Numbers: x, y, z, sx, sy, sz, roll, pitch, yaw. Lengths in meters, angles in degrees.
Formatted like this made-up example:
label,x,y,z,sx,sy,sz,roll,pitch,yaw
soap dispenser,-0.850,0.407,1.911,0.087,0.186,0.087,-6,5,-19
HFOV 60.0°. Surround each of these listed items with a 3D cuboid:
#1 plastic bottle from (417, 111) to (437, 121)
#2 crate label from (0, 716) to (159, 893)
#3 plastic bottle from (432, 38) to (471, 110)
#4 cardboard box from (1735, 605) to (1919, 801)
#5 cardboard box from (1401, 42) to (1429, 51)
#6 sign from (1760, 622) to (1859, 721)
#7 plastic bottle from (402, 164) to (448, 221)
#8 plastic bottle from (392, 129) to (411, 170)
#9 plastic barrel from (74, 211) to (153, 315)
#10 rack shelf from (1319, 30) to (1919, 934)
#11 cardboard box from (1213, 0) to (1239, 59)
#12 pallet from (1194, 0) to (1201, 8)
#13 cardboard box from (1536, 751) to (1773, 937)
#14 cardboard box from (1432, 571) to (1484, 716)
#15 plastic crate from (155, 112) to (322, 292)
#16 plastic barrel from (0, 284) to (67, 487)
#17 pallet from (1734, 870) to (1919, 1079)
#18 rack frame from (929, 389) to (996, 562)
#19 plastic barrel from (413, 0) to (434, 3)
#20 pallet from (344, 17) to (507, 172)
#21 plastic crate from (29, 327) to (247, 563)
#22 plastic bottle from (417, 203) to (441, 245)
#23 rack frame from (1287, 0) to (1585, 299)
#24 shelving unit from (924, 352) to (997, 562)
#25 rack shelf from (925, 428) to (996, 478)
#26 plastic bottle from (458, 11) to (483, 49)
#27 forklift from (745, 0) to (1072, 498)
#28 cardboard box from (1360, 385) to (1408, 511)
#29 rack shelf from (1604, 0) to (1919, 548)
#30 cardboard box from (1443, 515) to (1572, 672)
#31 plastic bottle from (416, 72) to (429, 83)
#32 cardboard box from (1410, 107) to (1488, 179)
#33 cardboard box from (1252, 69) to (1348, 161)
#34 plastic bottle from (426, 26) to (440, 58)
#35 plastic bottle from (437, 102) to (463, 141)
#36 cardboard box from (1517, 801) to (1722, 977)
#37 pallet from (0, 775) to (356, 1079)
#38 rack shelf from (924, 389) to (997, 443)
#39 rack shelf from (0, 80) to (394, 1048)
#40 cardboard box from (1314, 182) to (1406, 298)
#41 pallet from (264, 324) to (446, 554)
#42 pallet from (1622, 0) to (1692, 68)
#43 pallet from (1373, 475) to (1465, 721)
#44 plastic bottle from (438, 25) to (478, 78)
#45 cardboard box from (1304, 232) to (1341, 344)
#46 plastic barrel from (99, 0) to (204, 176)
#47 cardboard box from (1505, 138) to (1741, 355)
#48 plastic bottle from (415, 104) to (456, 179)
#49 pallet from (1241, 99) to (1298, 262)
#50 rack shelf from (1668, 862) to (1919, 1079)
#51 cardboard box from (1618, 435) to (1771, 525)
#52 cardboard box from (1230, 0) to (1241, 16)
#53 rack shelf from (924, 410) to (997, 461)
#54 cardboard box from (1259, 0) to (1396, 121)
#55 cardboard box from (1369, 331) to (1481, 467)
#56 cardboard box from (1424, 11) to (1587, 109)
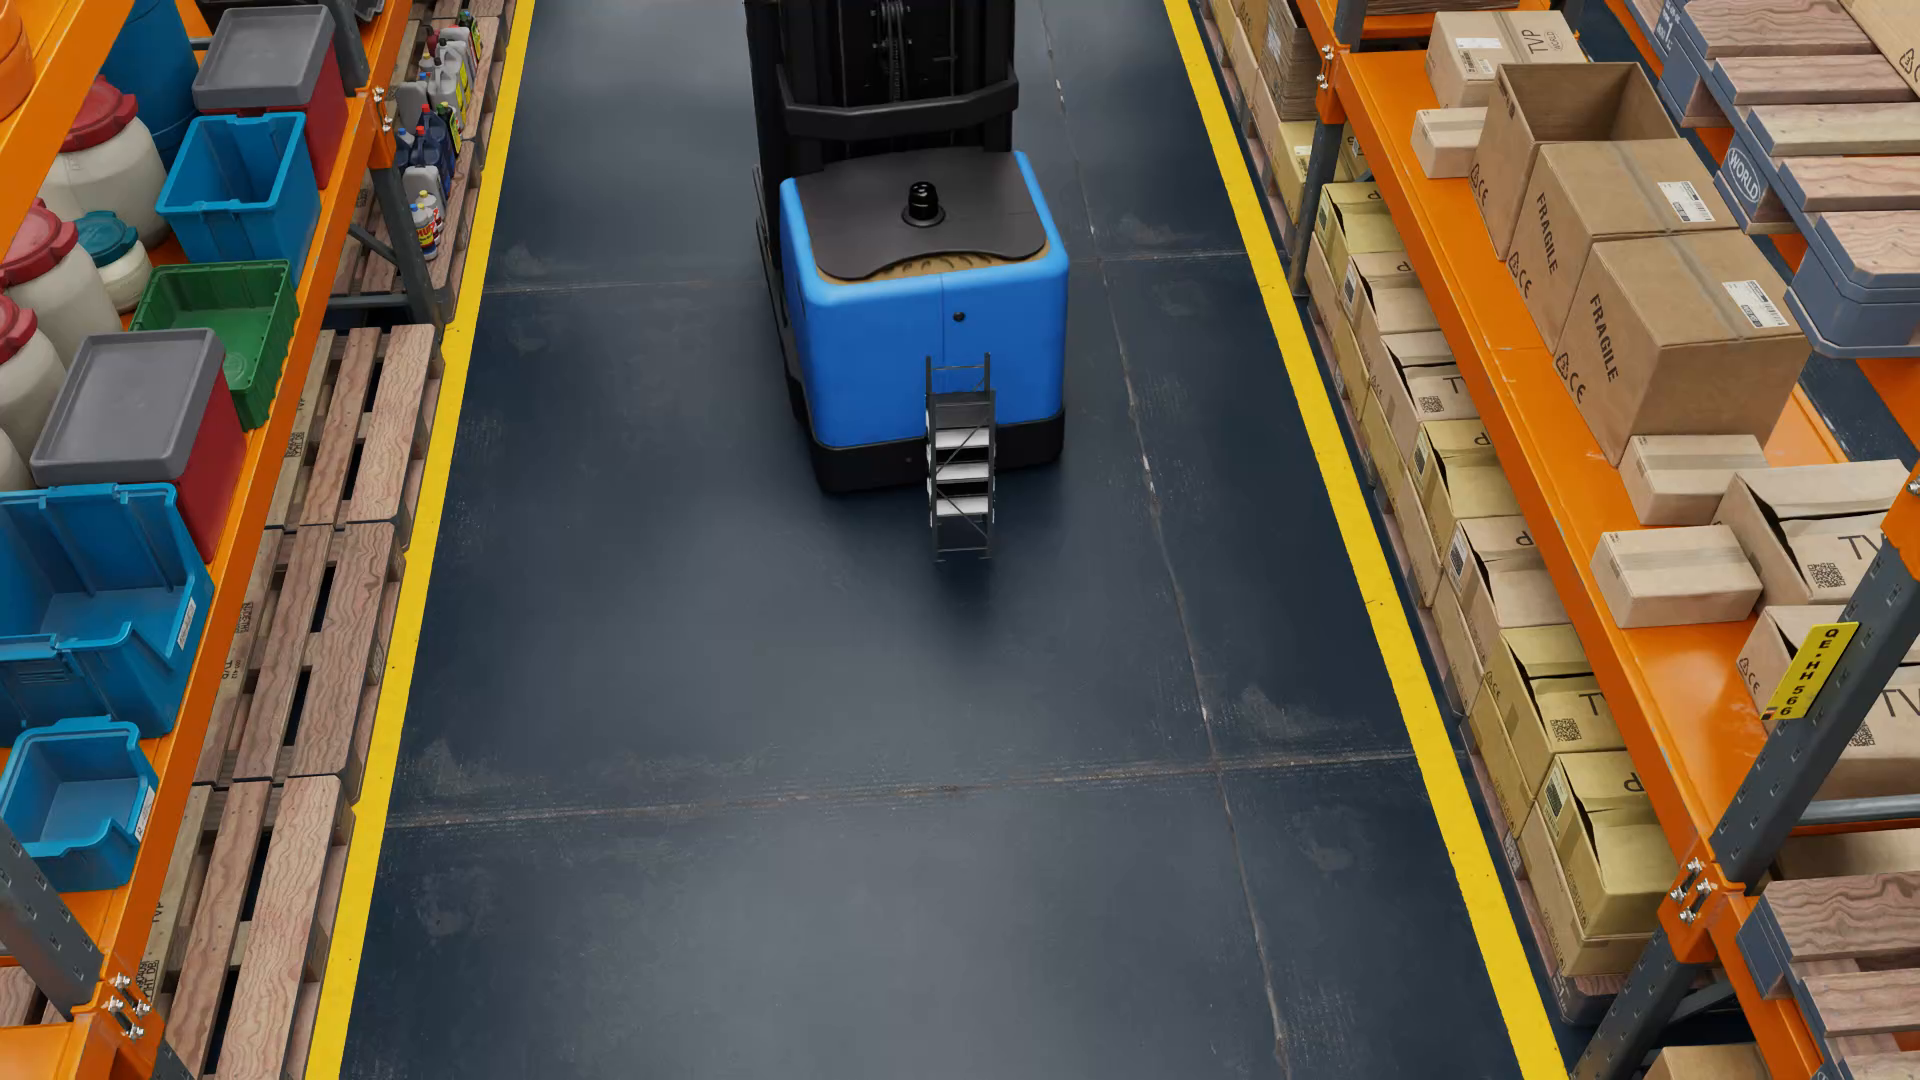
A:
label,x,y,z,sx,sy,sz,roll,pitch,yaw
plastic bottle,-2.595,-2.008,8.162,0.097,0.271,0.097,0,47,0
crate label,-2.203,0.679,4.156,0.303,0.233,0.416,-3,47,-3
plastic bottle,-2.597,-2.373,8.453,0.144,0.351,0.185,-2,47,-2
cardboard box,2.408,0.415,4.352,0.500,0.311,0.500,-1,47,-1
cardboard box,2.333,-2.055,7.718,0.500,0.500,0.500,-3,47,-3
sign,1.842,0.289,3.613,0.100,0.325,0.005,-3,47,-3
plastic bottle,-2.520,-1.649,7.819,0.152,0.276,0.135,-2,47,-2
plastic bottle,-2.674,-1.786,7.897,0.144,0.351,0.185,-3,47,-3
plastic barrel,-2.918,-0.931,5.661,0.301,0.262,0.301,0,47,0
rack shelf,2.228,-0.549,5.700,1.077,0.370,4.000,-3,47,-3
cardboard box,1.673,-2.850,8.987,0.500,0.250,0.500,-3,47,-3
pallet,1.831,-3.628,10.040,1.003,0.211,1.213,-3,47,-3
cardboard box,2.106,0.895,5.055,0.500,0.311,0.500,-2,47,-2
cardboard box,2.022,0.349,5.958,0.500,0.250,0.500,-3,47,-2
plastic crate,-2.474,-1.160,5.794,0.392,0.384,0.575,-3,47,-3
plastic barrel,-2.917,-0.442,5.009,0.433,0.535,0.433,0,47,0
pallet,2.522,1.203,3.677,1.213,0.211,1.003,-3,47,-3
rack frame,0.009,-0.230,6.348,0.240,0.900,0.006,-3,47,-3
plastic barrel,-3.038,-3.294,9.228,0.421,0.512,0.421,0,47,0
pallet,-2.996,-2.359,8.839,1.003,0.211,1.213,-3,47,-3
plastic crate,-2.371,-0.261,4.887,0.402,0.464,0.583,-3,47,-3
plastic bottle,-2.474,-1.465,7.696,0.097,0.201,0.097,0,47,0
rack frame,2.060,-2.243,6.809,1.000,3.000,0.127,-3,47,-3
shelving unit,0.001,-0.304,6.418,0.258,0.900,0.210,-3,47,-3
rack shelf,0.001,-0.343,6.377,0.258,0.077,0.200,-3,47,-3
plastic bottle,-2.620,-2.726,8.890,0.097,0.201,0.097,0,47,0
forklift,-0.361,-2.271,6.882,1.130,2.935,3.031,-9,47,-8
cardboard box,1.935,-0.391,6.659,0.500,0.250,0.500,-5,47,-5
rack shelf,2.228,-1.581,4.610,1.077,0.370,4.000,-3,47,-3
cardboard box,2.016,0.154,5.757,0.500,0.311,0.500,-4,47,-4
plastic bottle,-2.714,-2.283,8.471,0.097,0.201,0.097,0,47,0
cardboard box,1.931,-1.504,6.281,0.380,0.149,0.250,-3,47,-3
cardboard box,1.772,-2.127,8.303,0.500,0.250,0.500,-3,47,-3
plastic bottle,-2.732,-2.563,8.680,0.061,0.283,0.133,-3,47,-3
plastic bottle,-2.546,-2.086,8.284,0.097,0.201,0.097,0,47,0
cardboard box,2.108,1.086,5.260,0.500,0.250,0.500,-2,47,-2
pallet,-2.567,1.345,5.331,1.003,0.211,1.213,-3,47,-3
rack shelf,0.001,-0.466,6.246,0.258,0.077,0.200,-3,47,-3
rack shelf,-2.709,-0.251,5.417,1.077,0.370,4.000,-3,47,-3
cardboard box,1.847,-1.321,7.153,0.500,0.311,0.500,-3,47,-3
pallet,-2.772,-0.420,7.003,1.003,0.211,1.213,-3,47,-3
pallet,2.153,-1.610,4.273,1.003,0.211,1.213,-2,47,-1
pallet,2.266,0.131,6.481,1.003,0.211,1.213,-3,47,-3
plastic bottle,-2.626,-2.568,8.689,0.152,0.276,0.135,-3,47,-3
cardboard box,1.847,-1.135,7.364,0.500,0.250,0.500,-5,47,-4
plastic barrel,-3.146,-1.820,6.062,0.600,0.901,0.708,-3,47,-3
cardboard box,2.194,-0.978,5.541,0.500,0.500,0.500,-3,47,-3
plastic bottle,-2.546,-1.931,8.035,0.144,0.351,0.185,-5,47,-5
pallet,2.035,-1.863,8.369,1.003,0.211,1.213,-3,47,-3
rack shelf,2.563,2.345,2.959,1.077,0.370,4.000,-3,47,-3
cardboard box,2.232,-0.182,5.030,0.380,0.149,0.250,0,47,0
cardboard box,1.672,-3.107,8.715,0.500,0.500,0.500,-3,47,-3
rack shelf,0.001,-0.404,6.311,0.258,0.077,0.200,-3,47,-3
cardboard box,1.773,-2.385,8.031,0.500,0.500,0.500,-3,47,-3
cardboard box,1.928,-0.584,6.456,0.500,0.311,0.500,-5,47,-5
cardboard box,2.145,-1.838,6.528,0.500,0.250,0.500,-1,47,-1
